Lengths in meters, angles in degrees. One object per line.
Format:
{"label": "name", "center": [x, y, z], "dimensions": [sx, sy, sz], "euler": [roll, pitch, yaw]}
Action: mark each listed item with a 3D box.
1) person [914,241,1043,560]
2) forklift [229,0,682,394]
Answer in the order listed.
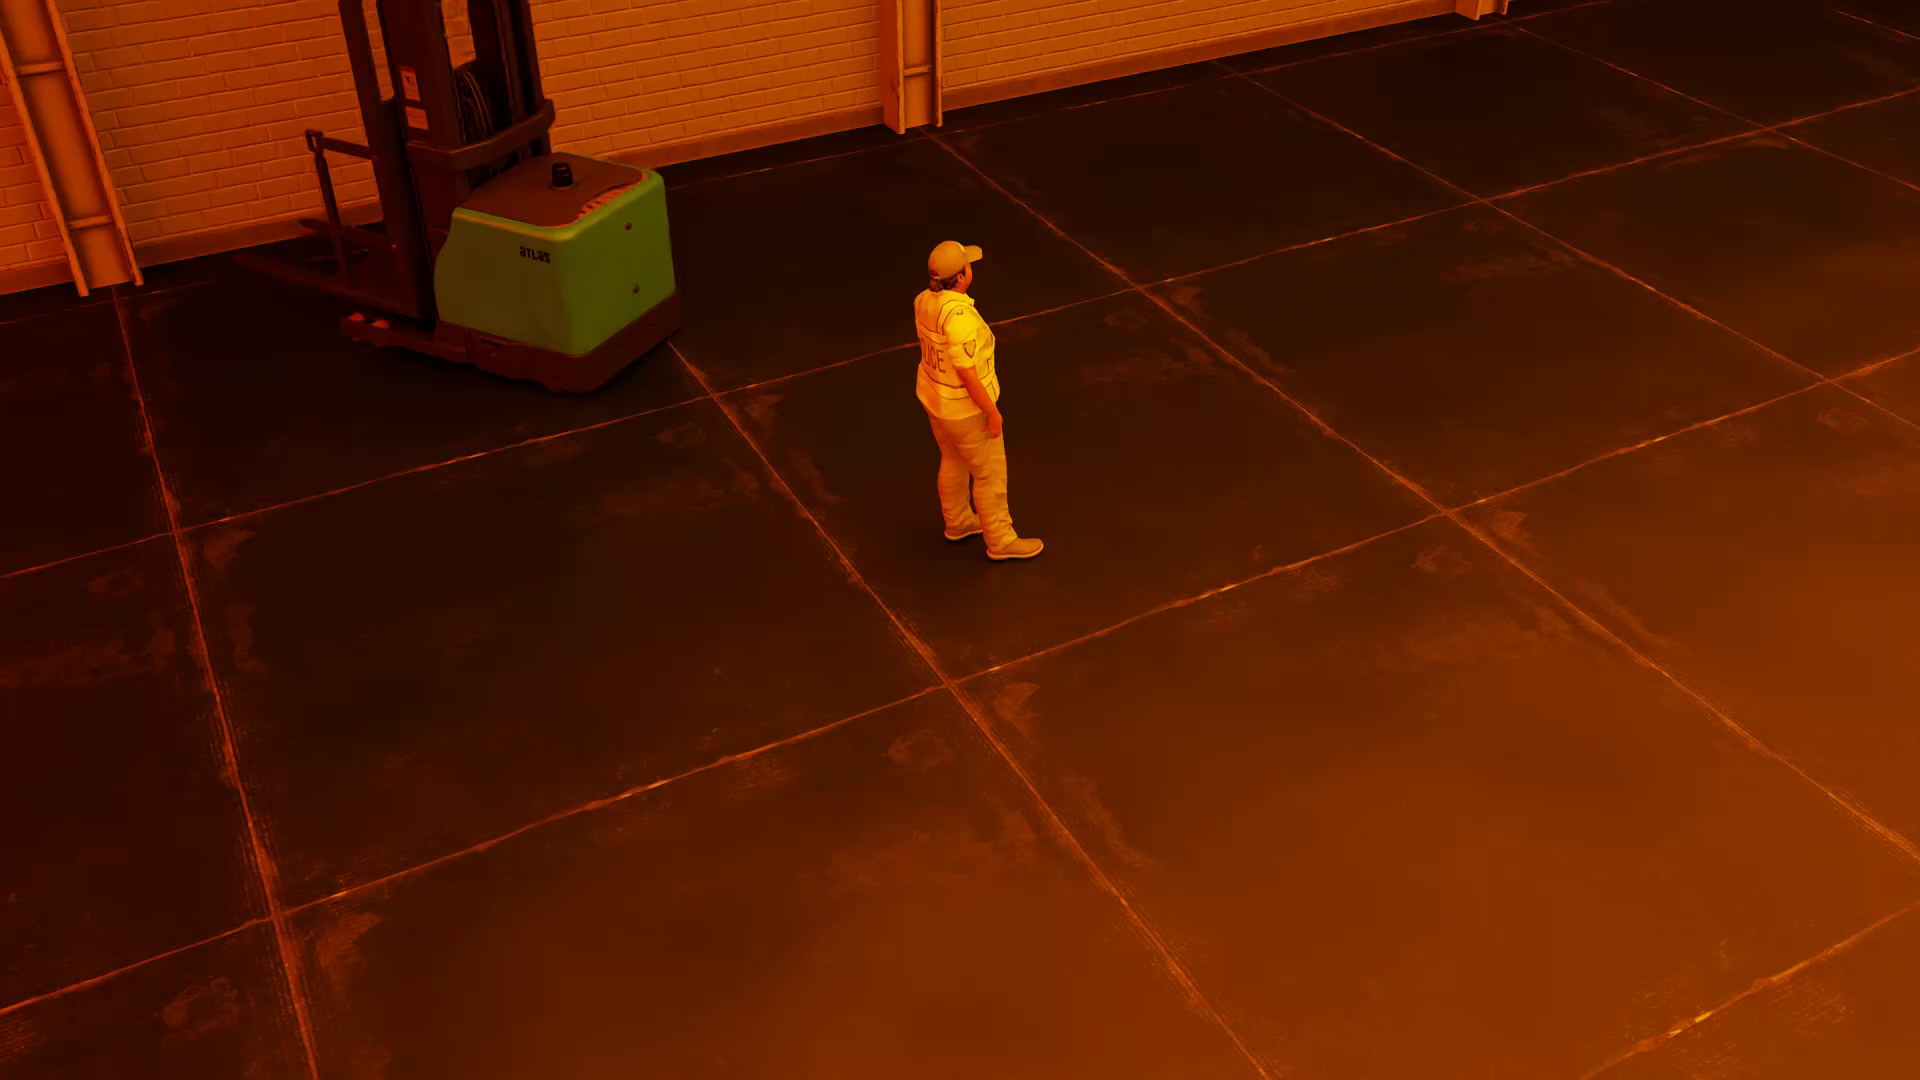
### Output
{"label": "person", "center": [0.079, -0.695, 8.190], "dimensions": [0.529, 1.670, 0.598], "euler": [-17, 39, -23]}
{"label": "forklift", "center": [-3.298, -2.648, 9.869], "dimensions": [3.031, 2.935, 1.130], "euler": [16, 38, 22]}
